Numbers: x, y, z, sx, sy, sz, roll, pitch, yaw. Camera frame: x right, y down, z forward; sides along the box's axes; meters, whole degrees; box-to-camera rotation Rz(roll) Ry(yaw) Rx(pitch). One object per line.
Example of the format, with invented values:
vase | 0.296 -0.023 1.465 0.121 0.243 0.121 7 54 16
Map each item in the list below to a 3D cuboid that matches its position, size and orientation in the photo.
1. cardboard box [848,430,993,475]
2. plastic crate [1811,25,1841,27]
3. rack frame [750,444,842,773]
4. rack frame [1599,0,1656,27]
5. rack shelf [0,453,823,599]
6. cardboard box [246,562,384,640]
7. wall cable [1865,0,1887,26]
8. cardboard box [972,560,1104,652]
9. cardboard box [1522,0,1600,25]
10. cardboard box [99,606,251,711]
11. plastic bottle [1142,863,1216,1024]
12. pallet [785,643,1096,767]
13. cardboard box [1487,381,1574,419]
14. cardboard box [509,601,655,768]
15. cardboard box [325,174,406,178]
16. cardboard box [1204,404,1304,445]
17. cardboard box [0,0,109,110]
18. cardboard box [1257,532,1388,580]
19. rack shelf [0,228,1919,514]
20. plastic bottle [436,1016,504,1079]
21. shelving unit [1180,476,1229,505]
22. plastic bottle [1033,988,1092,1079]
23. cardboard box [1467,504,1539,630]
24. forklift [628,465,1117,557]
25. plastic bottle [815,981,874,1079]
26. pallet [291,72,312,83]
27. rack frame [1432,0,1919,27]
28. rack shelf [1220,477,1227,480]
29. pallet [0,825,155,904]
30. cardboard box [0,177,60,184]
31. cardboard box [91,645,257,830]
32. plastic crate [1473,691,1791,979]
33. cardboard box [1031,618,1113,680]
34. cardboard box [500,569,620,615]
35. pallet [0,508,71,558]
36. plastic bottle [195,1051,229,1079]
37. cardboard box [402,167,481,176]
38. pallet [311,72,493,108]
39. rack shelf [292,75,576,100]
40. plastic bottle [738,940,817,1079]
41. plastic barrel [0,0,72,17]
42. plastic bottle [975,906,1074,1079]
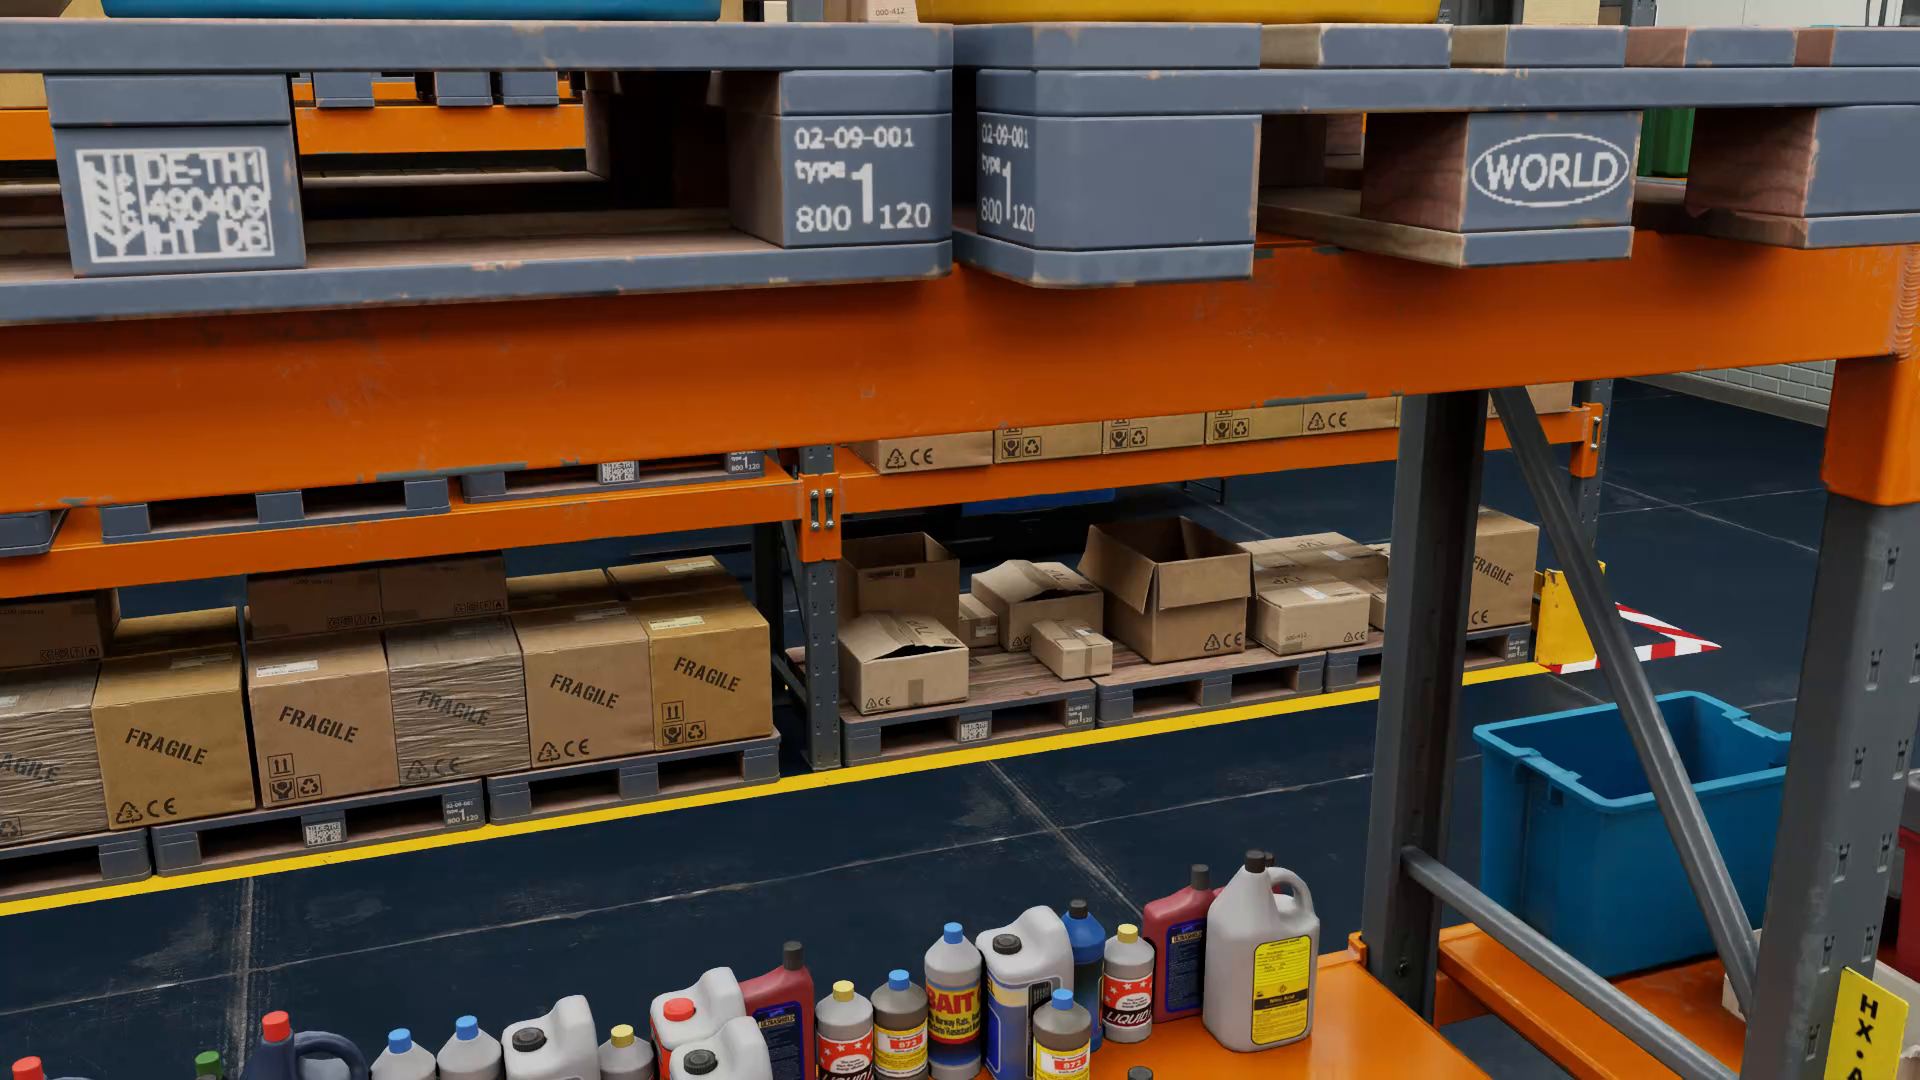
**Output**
cardboard box | -0.179 -0.599 7.136 0.500 0.500 0.500 -6 17 -19
plastic crate | 1.753 -0.802 2.979 0.300 0.233 0.416 -6 17 -20
rack frame | -0.752 -0.571 7.219 0.127 3.000 1.000 -6 17 -20
rack frame | 2.983 -3.853 7.747 0.127 3.000 1.000 -6 17 -20
rack shelf | -2.620 -0.024 6.634 4.000 0.370 1.077 -6 17 -20
cardboard box | -2.693 0.194 6.940 0.500 0.250 0.500 -7 18 -21
wall cable | 6.617 -4.142 14.243 0.112 2.526 3.097 -6 17 -20
cardboard box | 0.379 0.300 8.243 0.500 0.311 0.500 -6 17 -20
cardboard box | 2.595 -2.463 7.715 0.500 0.250 0.500 -6 17 -20
cardboard box | -3.214 0.612 6.845 0.500 0.500 0.500 -7 18 -22
plastic bottle | 0.397 0.727 3.007 0.133 0.283 0.061 -6 17 -20
pallet | -0.110 0.698 7.847 1.213 0.211 1.003 -6 17 -20
cardboard box | 2.662 -0.905 8.181 0.500 0.500 0.500 -6 17 -18
cardboard box | -1.575 0.590 6.921 0.500 0.500 0.500 -6 17 -20
cardboard box | -3.830 -2.219 10.760 0.500 0.250 0.500 -6 17 -19
cardboard box | 1.241 -0.753 7.660 0.500 0.500 0.500 -6 18 -21
cardboard box | -3.130 -1.812 5.942 0.500 0.500 0.910 -6 17 -20
cardboard box | 1.907 0.165 8.813 0.500 0.250 0.500 -6 17 -20
rack shelf | -0.851 -0.160 1.772 4.000 0.370 1.077 -6 17 -20
plastic bottle | -0.751 0.862 2.567 0.097 0.271 0.097 0 16 0
shelving unit | 1.260 -0.773 11.235 1.048 1.125 0.538 -9 19 -28
plastic bottle | 0.169 0.842 2.759 0.097 0.201 0.097 0 16 0
cardboard box | 2.564 0.134 8.475 0.500 0.500 0.500 -6 17 -20
forklift | -0.589 -1.343 9.971 3.031 2.935 1.130 -6 17 -20
plastic bottle | -0.193 0.835 2.782 0.097 0.201 0.097 0 16 0
pallet | -4.638 -3.012 10.542 1.213 0.211 1.003 -5 17 -18
rack frame | 1.017 -2.146 1.934 0.127 3.000 1.000 -6 17 -20
rack shelf | 1.260 -0.539 11.304 1.000 0.278 0.538 -9 19 -28
pallet | -3.776 1.105 6.461 1.213 0.211 1.003 -6 17 -20
cardboard box | -5.932 -2.145 10.506 0.500 0.250 0.500 -6 17 -19
cardboard box | -3.003 0.746 6.389 0.500 0.500 0.500 -6 18 -21
plastic crate | 1.331 0.575 3.239 0.575 0.384 0.392 -6 17 -20
cardboard box | 0.522 0.502 7.812 0.250 0.166 0.380 -6 17 -20
cardboard box | -1.785 0.459 7.368 0.500 0.500 0.500 -6 17 -19
pallet | -3.879 -0.162 6.168 1.003 0.211 1.213 -6 17 -20
plastic bottle | -1.129 0.892 2.446 0.133 0.283 0.061 -6 17 -20
cardboard box | -3.537 -2.402 11.381 0.500 0.250 0.500 -6 17 -19
pallet | -2.353 -1.767 6.303 1.003 0.211 1.213 -6 17 -20
rack shelf | -4.396 -2.766 10.648 4.000 0.370 1.077 -6 17 -20
plastic bottle | -0.307 0.803 2.748 0.133 0.283 0.061 -6 17 -20
plastic barrel | -1.117 -0.788 1.649 0.433 0.535 0.433 0 16 0
plastic bottle | 0.107 0.775 2.854 0.135 0.276 0.152 -6 17 -20
